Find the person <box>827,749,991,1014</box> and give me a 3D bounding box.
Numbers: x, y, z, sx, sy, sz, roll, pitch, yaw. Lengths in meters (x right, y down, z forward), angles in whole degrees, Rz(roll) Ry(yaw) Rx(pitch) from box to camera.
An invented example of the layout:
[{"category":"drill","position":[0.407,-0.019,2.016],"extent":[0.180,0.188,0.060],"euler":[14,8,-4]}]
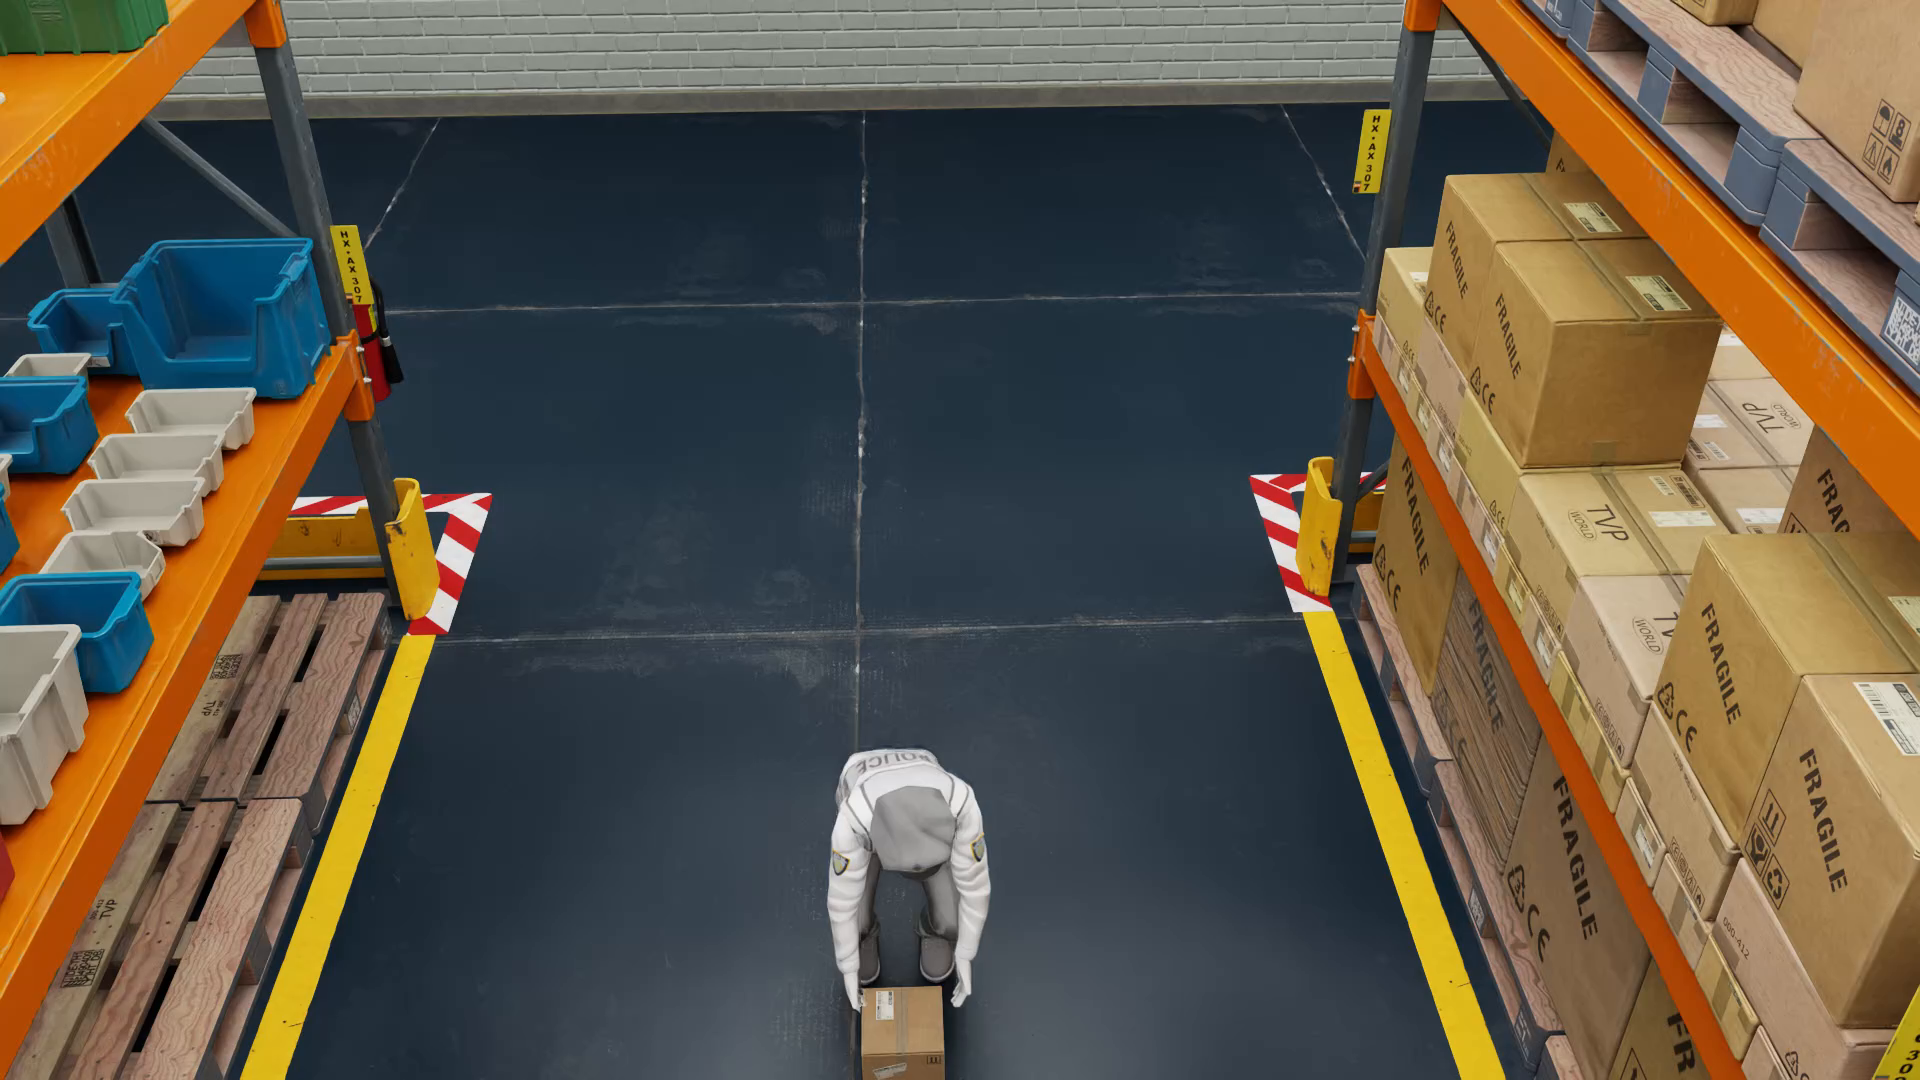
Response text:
[{"category":"person","position":[-0.162,1.023,5.222],"extent":[0.505,1.075,0.826],"euler":[-2,35,-2]}]
